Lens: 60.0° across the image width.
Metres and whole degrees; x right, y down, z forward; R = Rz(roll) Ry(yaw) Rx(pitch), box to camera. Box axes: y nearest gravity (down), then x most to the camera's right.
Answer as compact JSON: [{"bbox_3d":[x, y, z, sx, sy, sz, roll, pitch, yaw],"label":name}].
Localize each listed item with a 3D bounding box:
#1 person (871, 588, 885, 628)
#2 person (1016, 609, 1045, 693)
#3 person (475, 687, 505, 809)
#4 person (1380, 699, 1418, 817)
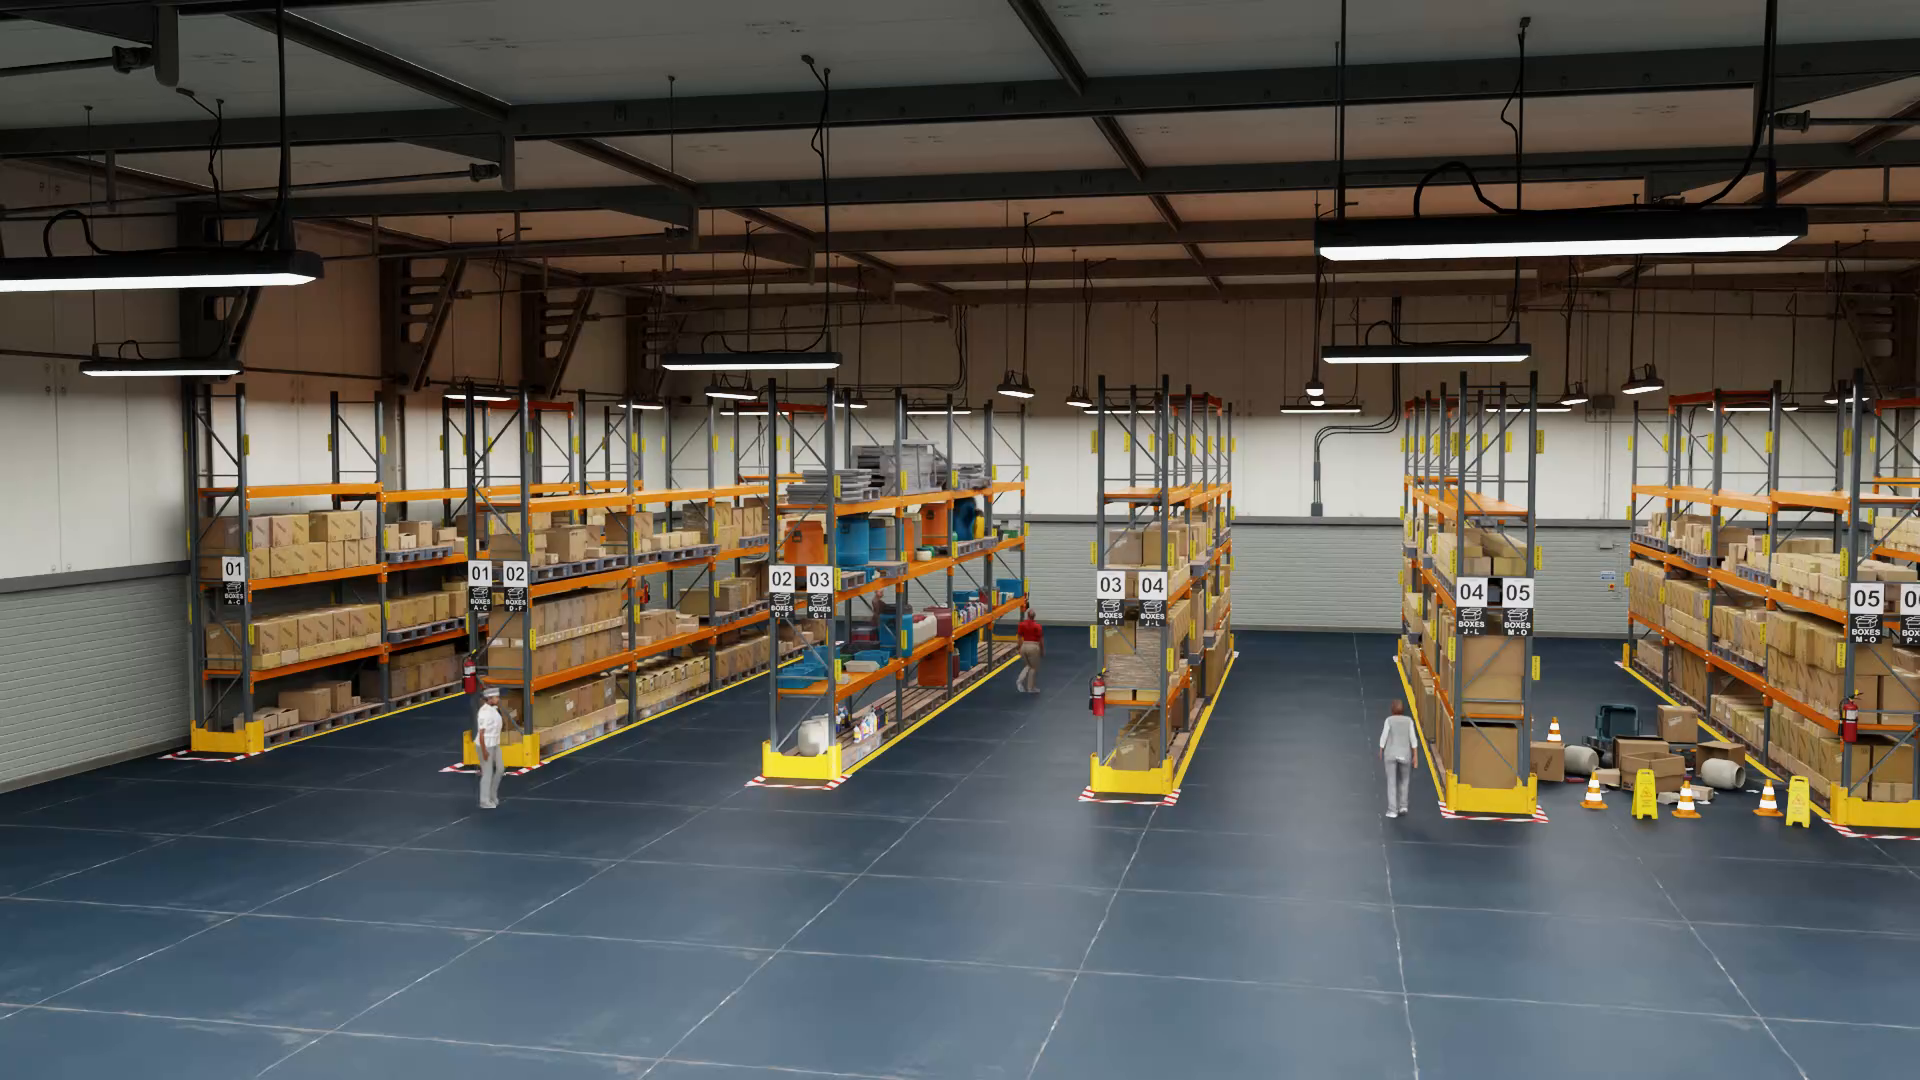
[{"bbox_3d":[-1.781,1.941,37.678,0.452,1.782,0.658,0,3,1],"label":"person"},{"bbox_3d":[1.445,2.232,33.389,0.539,1.707,0.537,-2,4,-35],"label":"person"},{"bbox_3d":[-6.510,2.893,23.011,0.349,1.738,0.542,0,3,7],"label":"person"},{"bbox_3d":[5.901,2.941,22.377,0.508,1.612,0.692,1,3,17],"label":"person"}]
